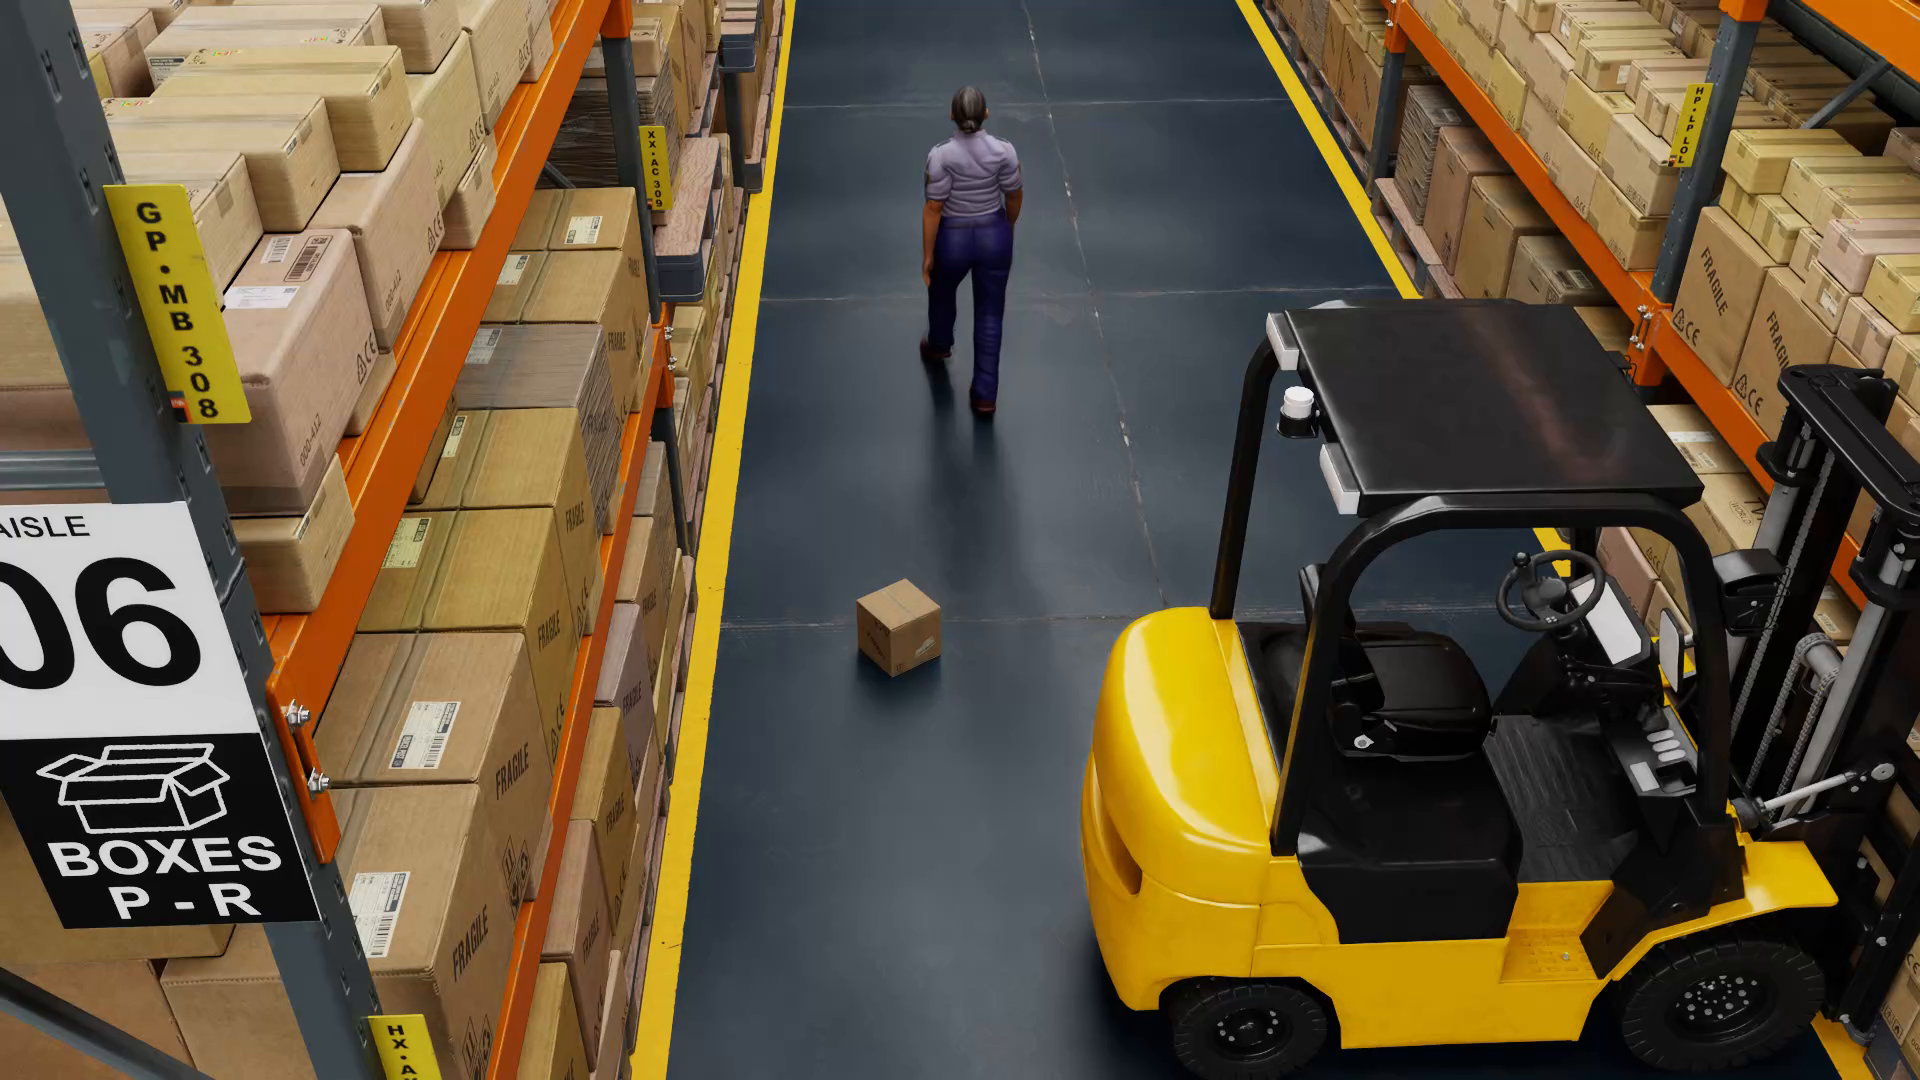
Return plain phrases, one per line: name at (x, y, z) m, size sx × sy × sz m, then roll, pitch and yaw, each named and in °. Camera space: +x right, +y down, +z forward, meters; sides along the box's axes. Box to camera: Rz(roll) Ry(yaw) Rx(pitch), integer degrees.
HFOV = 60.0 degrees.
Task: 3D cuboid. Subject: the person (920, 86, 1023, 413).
person at (0.046, -1.503, 8.263) m, size 0.512 × 1.629 × 0.874 m, roll -4°, pitch 36°, yaw -6°
